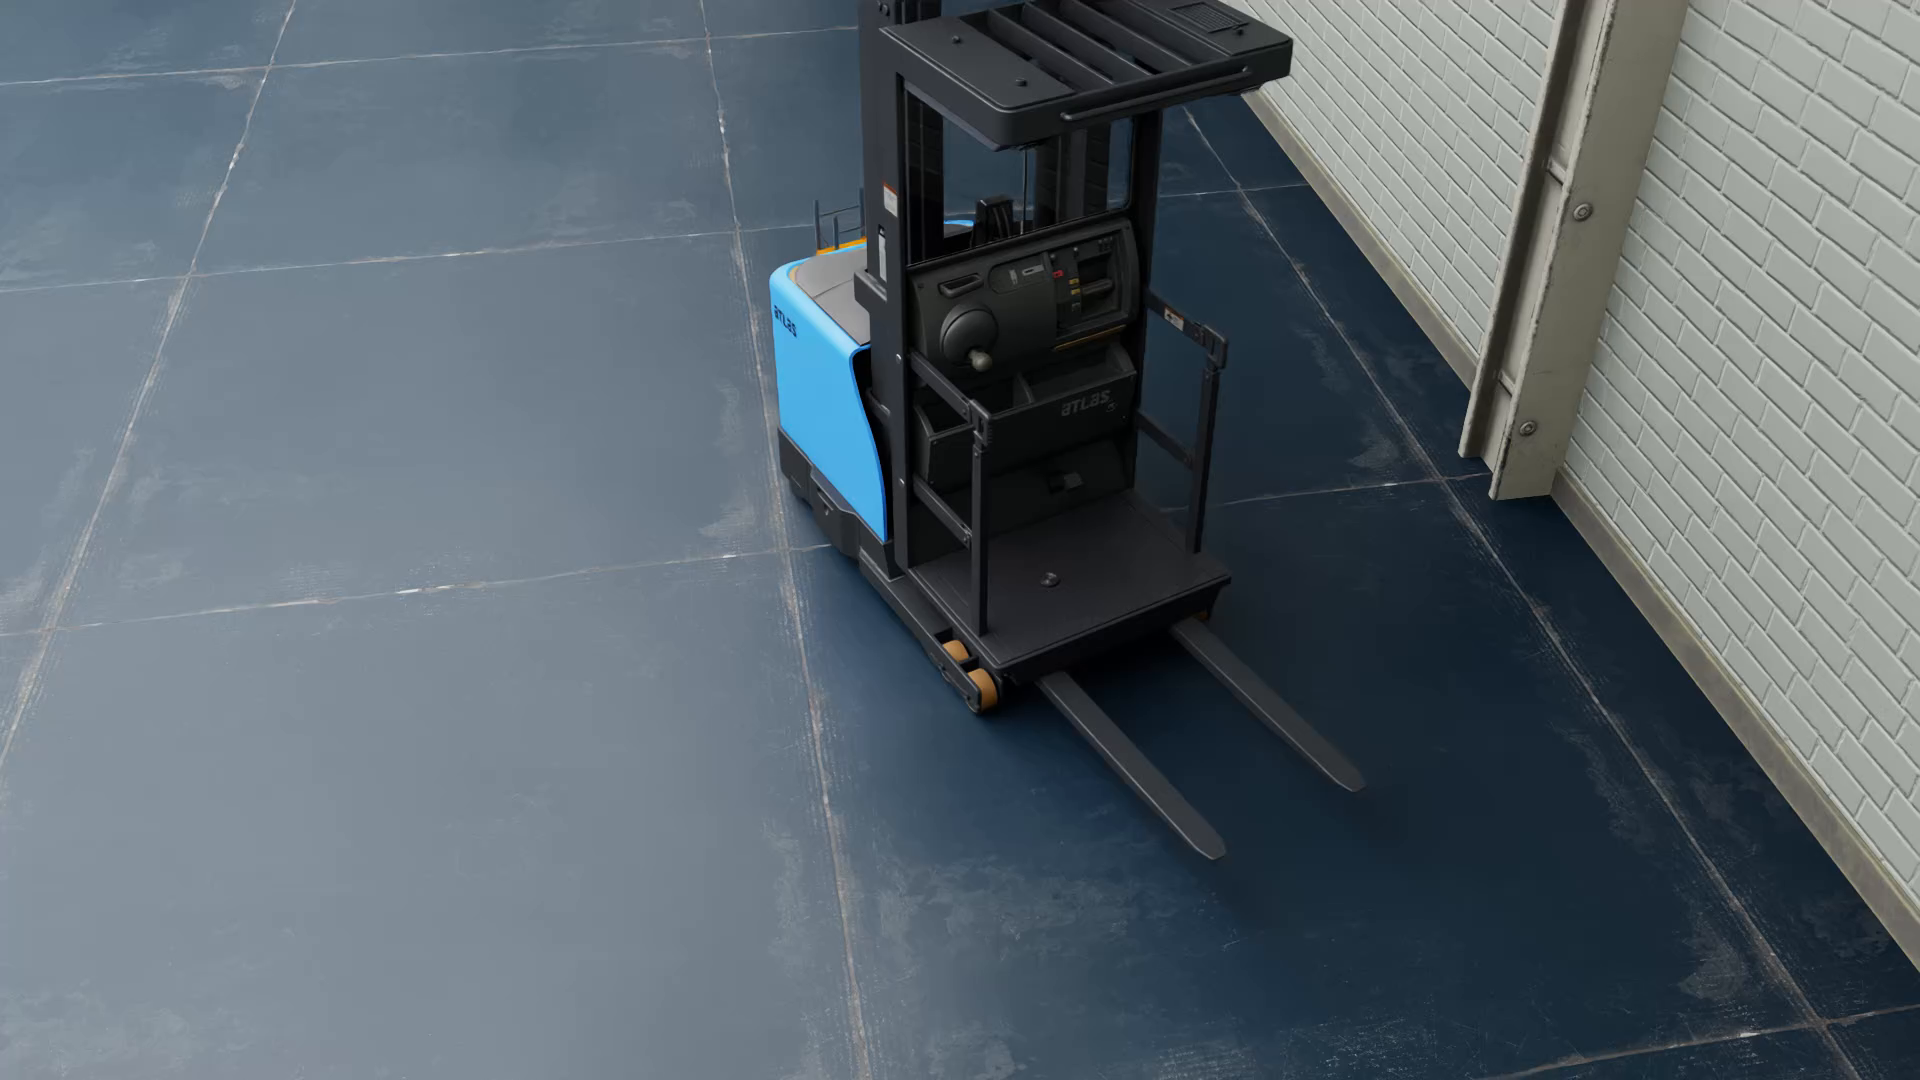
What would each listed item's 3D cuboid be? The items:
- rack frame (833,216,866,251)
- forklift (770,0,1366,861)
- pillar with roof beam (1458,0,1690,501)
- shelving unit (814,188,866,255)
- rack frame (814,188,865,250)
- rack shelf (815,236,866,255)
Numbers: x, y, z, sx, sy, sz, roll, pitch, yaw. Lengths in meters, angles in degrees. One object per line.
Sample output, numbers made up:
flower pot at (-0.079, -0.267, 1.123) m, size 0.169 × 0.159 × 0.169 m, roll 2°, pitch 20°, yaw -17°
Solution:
rack frame at (-0.435, -0.933, 7.473) m, size 0.240 × 1.200 × 0.006 m, roll -20°, pitch 42°, yaw -24°
forklift at (0.363, -0.822, 5.919) m, size 1.130 × 2.935 × 3.031 m, roll -20°, pitch 42°, yaw -24°
pillar with roof beam at (-1.723, -3.404, 4.297) m, size 9.100 × 9.000 × 0.400 m, roll -6°, pitch 38°, yaw -8°
shelving unit at (-0.481, -0.981, 7.535) m, size 0.258 × 1.200 × 0.189 m, roll -20°, pitch 42°, yaw -24°
rack frame at (-0.527, -1.030, 7.598) m, size 0.240 × 1.200 × 0.006 m, roll -20°, pitch 42°, yaw -24°
rack shelf at (-0.481, -1.231, 7.342) m, size 0.258 × 0.103 × 0.180 m, roll -20°, pitch 42°, yaw -24°
